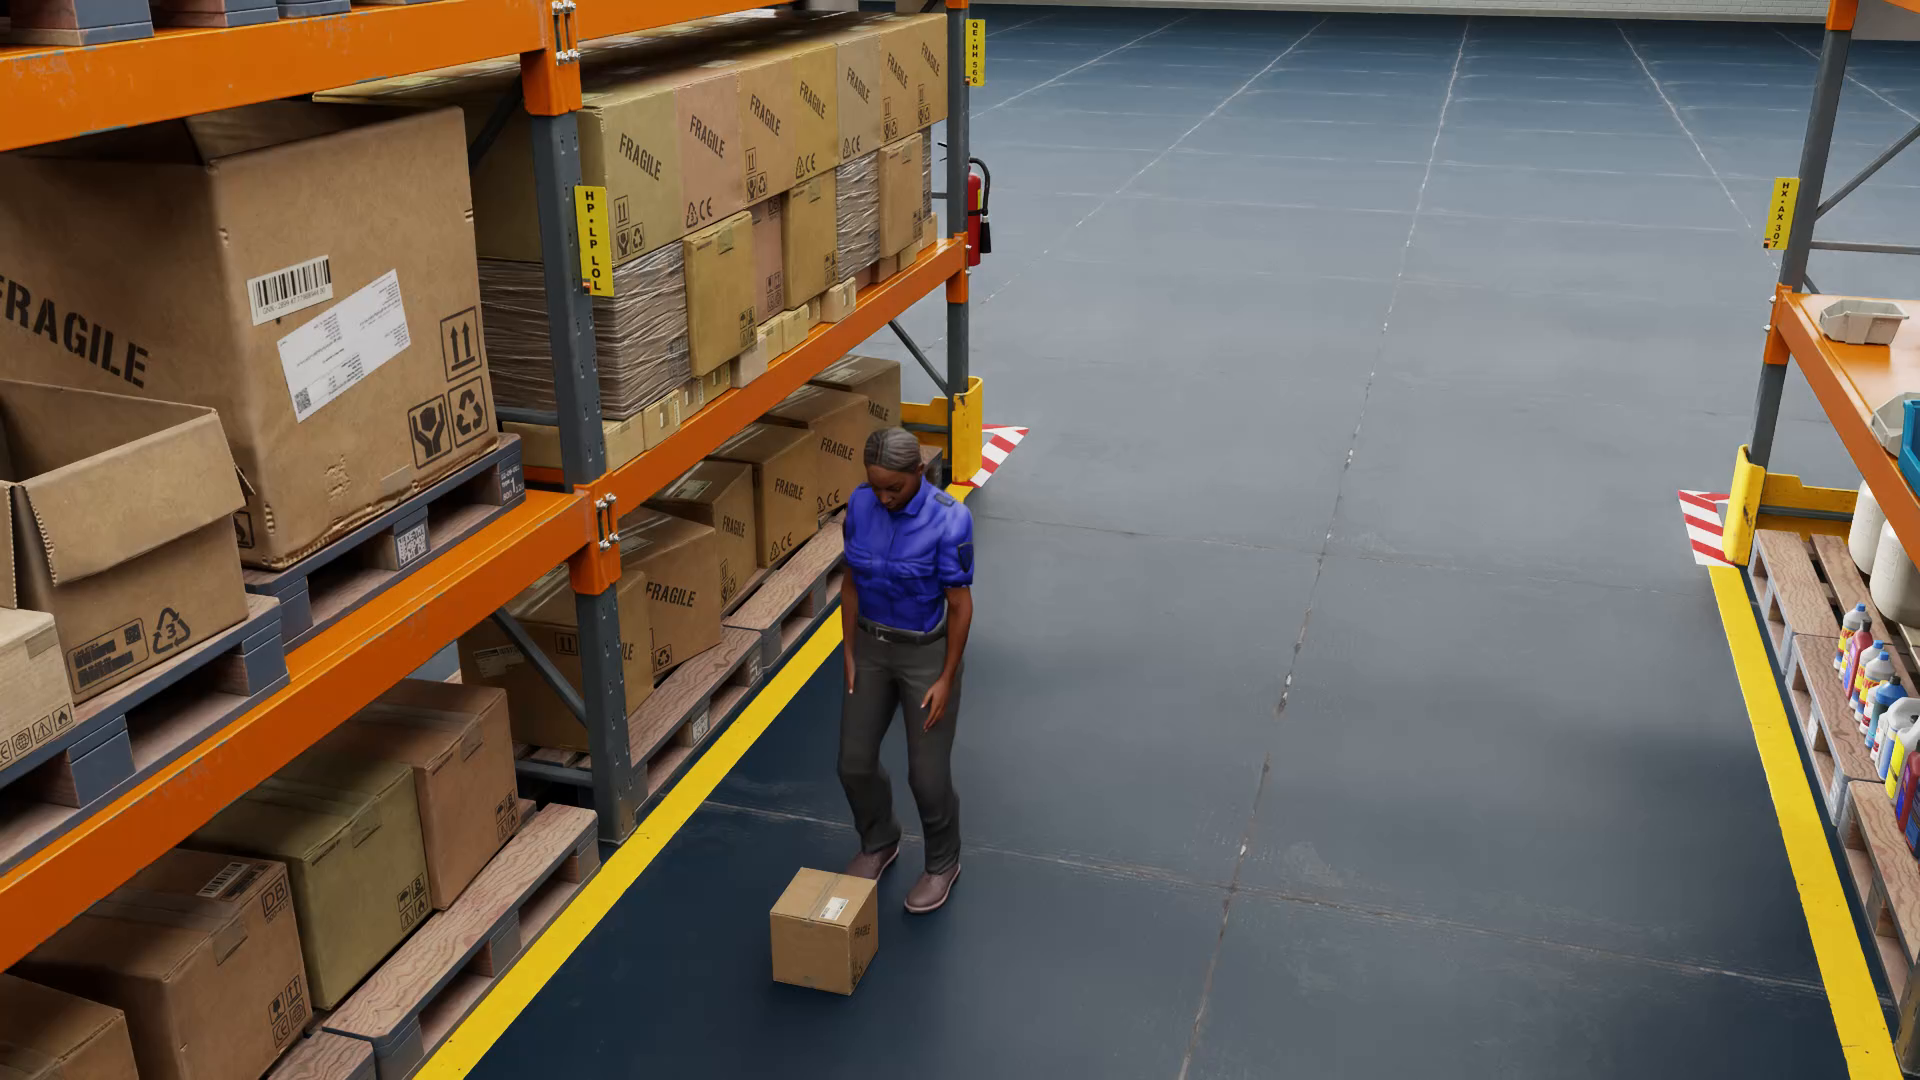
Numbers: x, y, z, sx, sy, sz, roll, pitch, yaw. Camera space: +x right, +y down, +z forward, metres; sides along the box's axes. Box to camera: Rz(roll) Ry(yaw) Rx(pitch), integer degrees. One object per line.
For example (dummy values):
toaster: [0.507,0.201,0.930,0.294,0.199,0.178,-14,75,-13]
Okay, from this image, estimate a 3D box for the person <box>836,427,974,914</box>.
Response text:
person: [-0.163,0.397,5.190,0.454,1.618,0.367,11,25,26]
